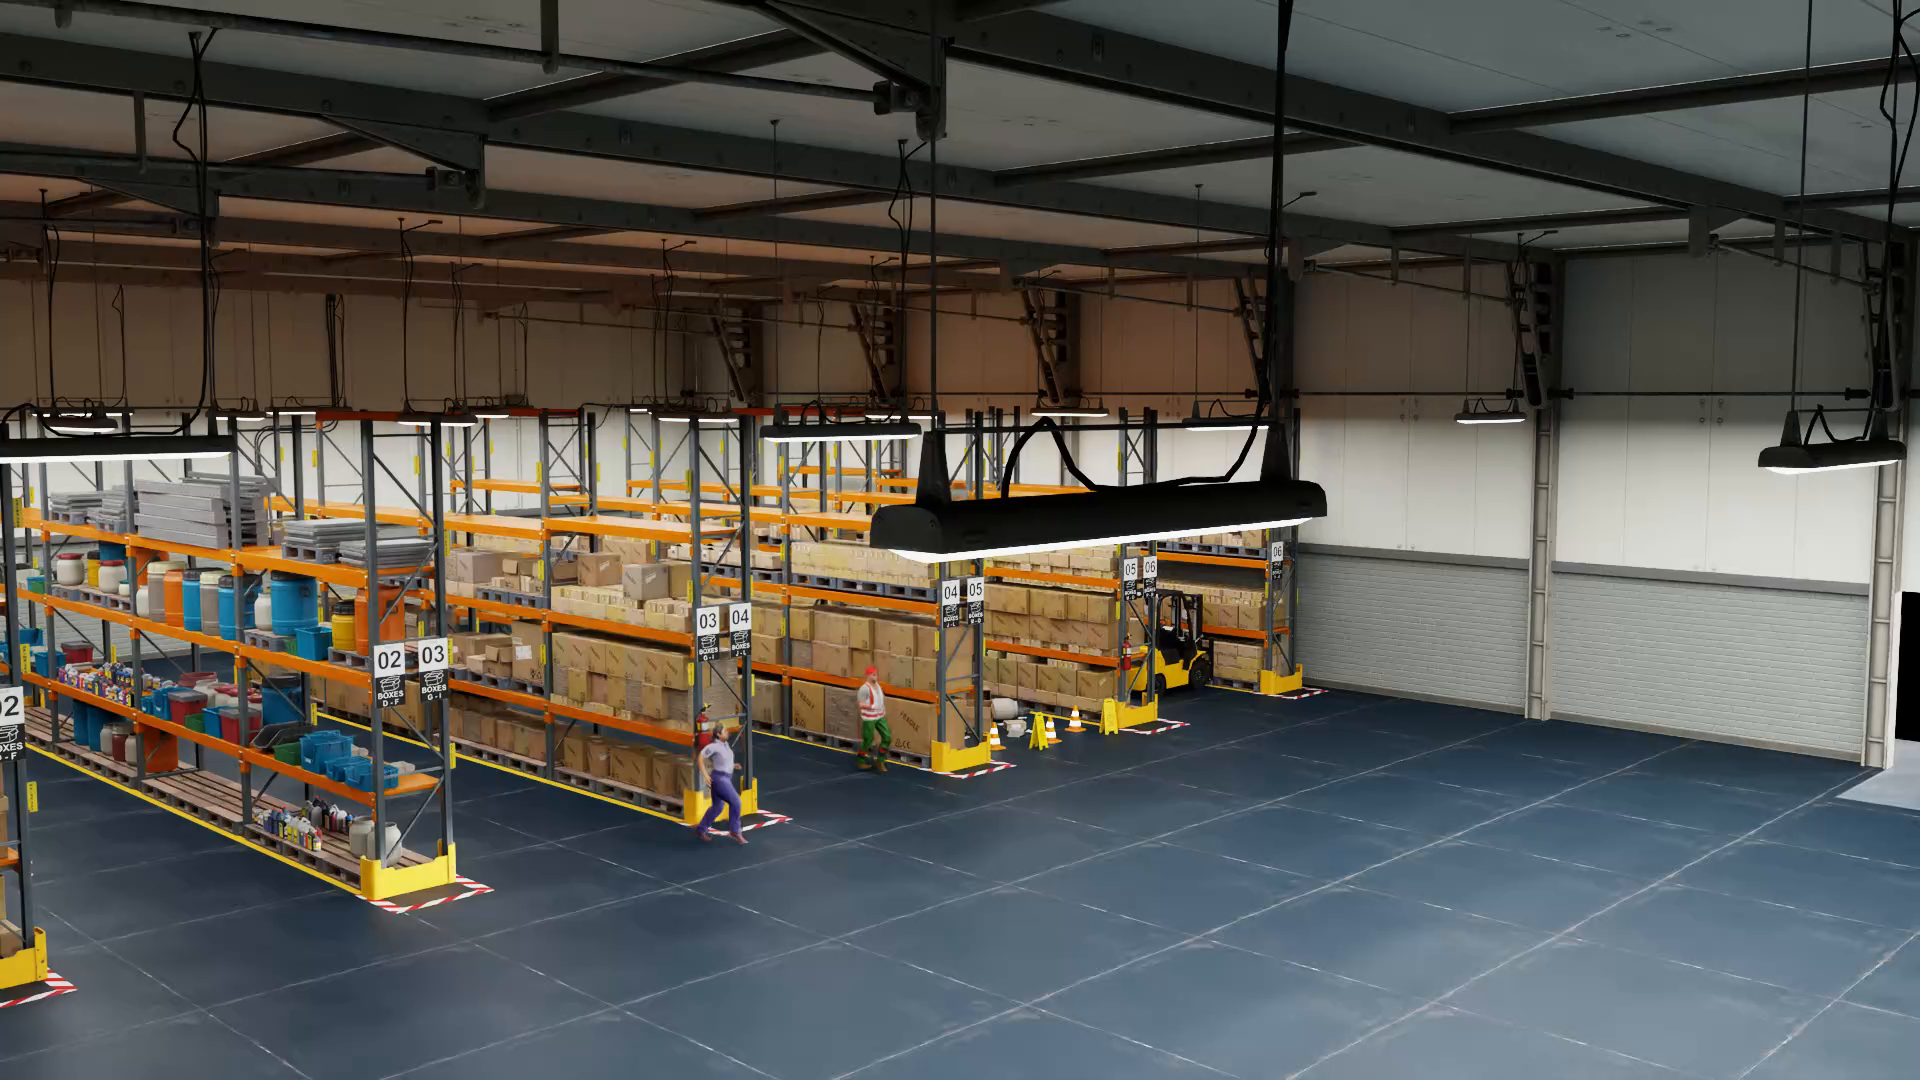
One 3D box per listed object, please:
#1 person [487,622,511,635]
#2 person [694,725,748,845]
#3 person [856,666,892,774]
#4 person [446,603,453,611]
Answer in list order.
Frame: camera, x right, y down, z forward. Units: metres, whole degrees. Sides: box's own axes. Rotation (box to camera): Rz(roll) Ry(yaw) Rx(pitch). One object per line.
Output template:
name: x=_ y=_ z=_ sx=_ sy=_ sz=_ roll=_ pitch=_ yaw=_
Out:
person: x=-11.425 y=1.916 z=40.946 sx=0.770 sy=1.652 sz=0.651 roll=1 pitch=5 yaw=15
person: x=-3.342 y=3.437 z=23.485 sx=0.774 sy=1.641 sz=0.602 roll=0 pitch=5 yaw=5
person: x=-1.440 y=2.996 z=27.650 sx=0.741 sy=1.817 sz=0.635 roll=5 pitch=7 yaw=43
person: x=-12.415 y=1.945 z=40.011 sx=0.617 sy=1.699 sz=0.891 roll=4 pitch=7 yaw=39
